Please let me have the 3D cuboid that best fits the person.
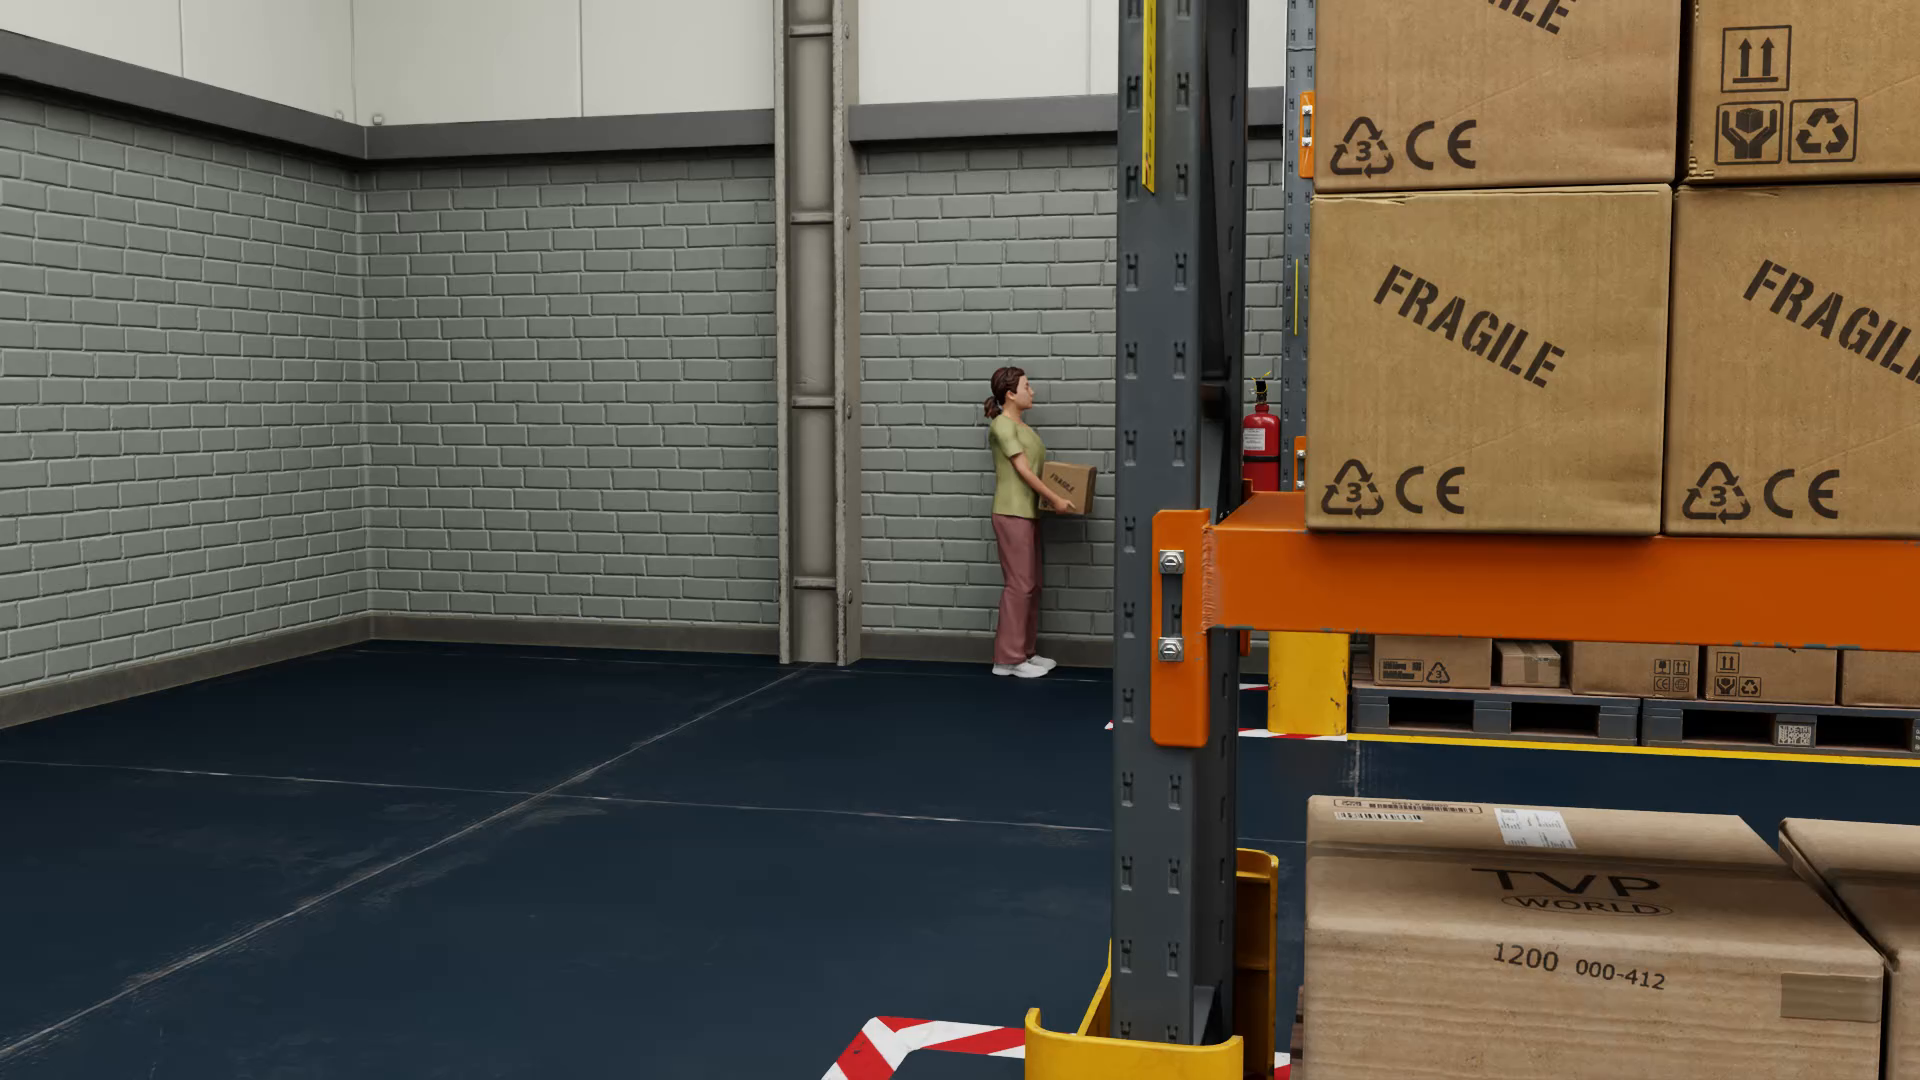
[{"bbox_3d":[0.386,-0.103,9.004,0.547,1.666,0.426,1,5,14],"label":"person"}]
